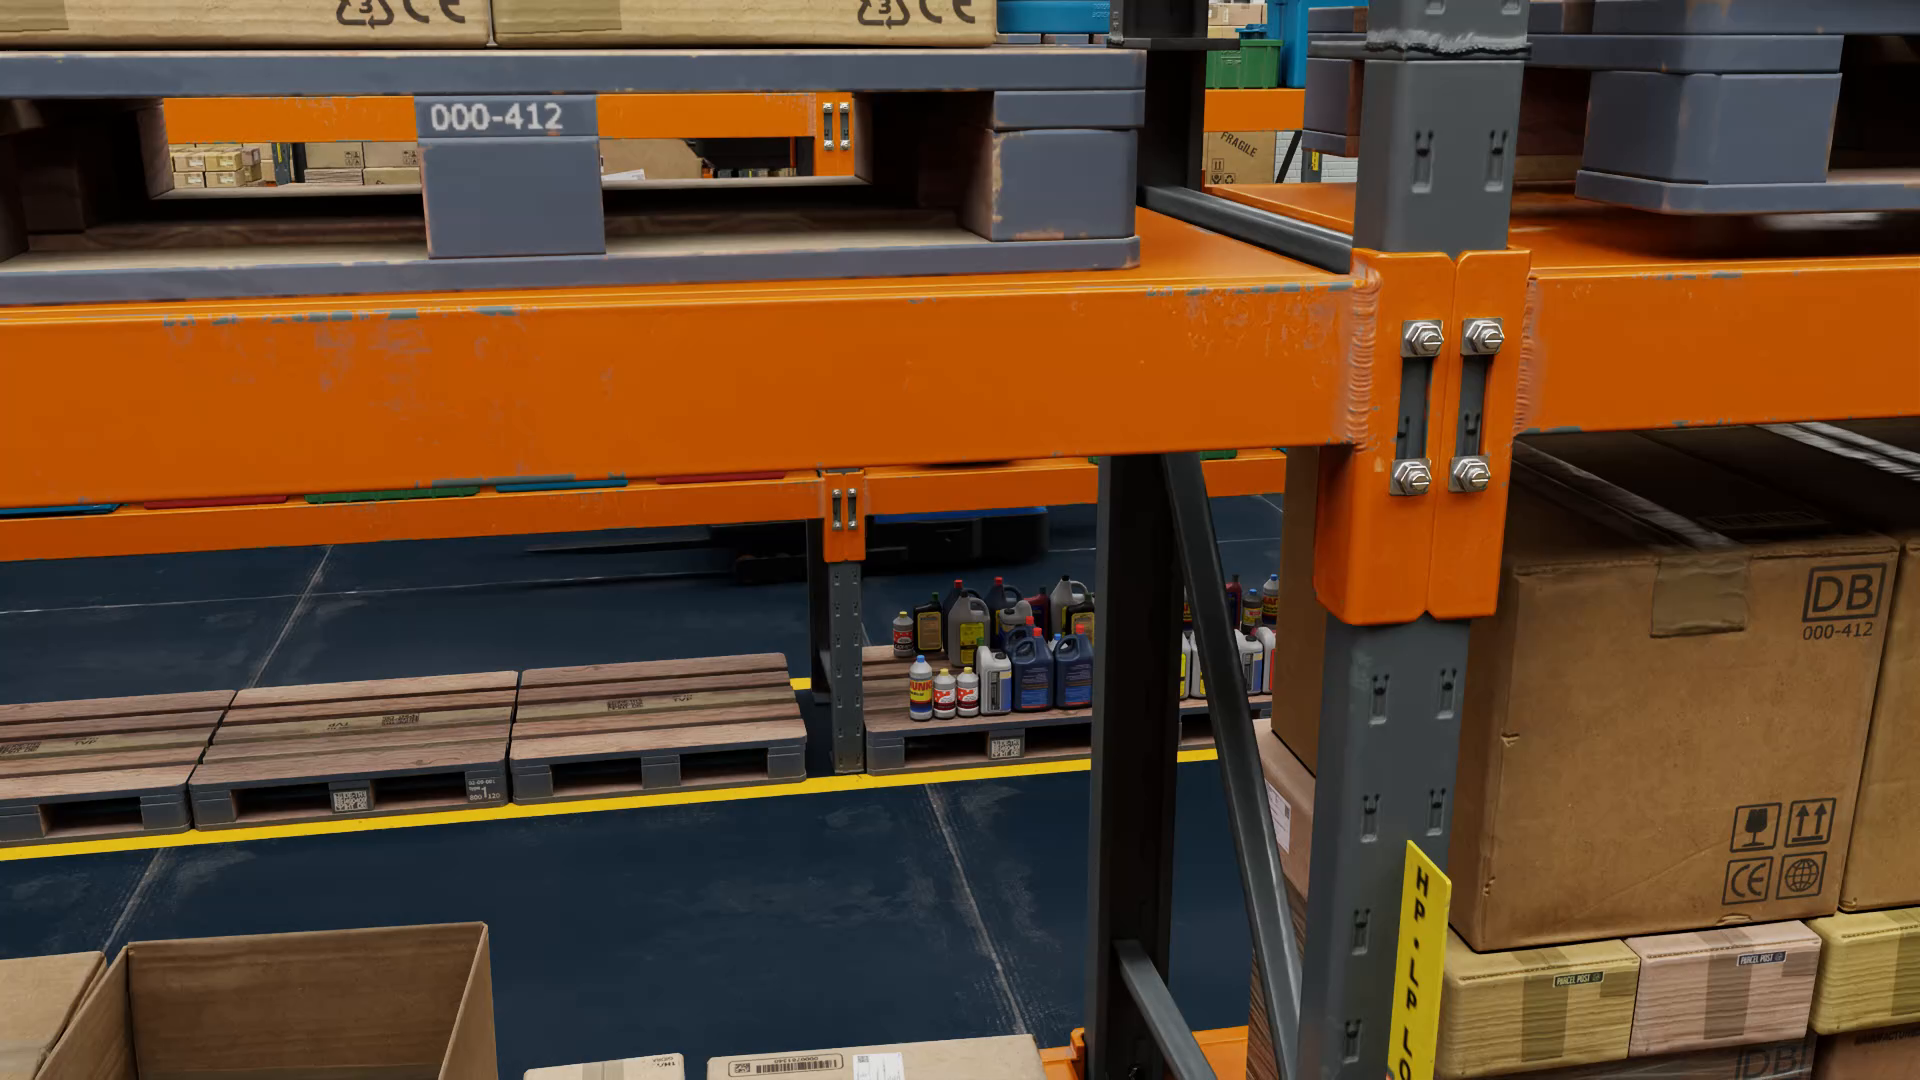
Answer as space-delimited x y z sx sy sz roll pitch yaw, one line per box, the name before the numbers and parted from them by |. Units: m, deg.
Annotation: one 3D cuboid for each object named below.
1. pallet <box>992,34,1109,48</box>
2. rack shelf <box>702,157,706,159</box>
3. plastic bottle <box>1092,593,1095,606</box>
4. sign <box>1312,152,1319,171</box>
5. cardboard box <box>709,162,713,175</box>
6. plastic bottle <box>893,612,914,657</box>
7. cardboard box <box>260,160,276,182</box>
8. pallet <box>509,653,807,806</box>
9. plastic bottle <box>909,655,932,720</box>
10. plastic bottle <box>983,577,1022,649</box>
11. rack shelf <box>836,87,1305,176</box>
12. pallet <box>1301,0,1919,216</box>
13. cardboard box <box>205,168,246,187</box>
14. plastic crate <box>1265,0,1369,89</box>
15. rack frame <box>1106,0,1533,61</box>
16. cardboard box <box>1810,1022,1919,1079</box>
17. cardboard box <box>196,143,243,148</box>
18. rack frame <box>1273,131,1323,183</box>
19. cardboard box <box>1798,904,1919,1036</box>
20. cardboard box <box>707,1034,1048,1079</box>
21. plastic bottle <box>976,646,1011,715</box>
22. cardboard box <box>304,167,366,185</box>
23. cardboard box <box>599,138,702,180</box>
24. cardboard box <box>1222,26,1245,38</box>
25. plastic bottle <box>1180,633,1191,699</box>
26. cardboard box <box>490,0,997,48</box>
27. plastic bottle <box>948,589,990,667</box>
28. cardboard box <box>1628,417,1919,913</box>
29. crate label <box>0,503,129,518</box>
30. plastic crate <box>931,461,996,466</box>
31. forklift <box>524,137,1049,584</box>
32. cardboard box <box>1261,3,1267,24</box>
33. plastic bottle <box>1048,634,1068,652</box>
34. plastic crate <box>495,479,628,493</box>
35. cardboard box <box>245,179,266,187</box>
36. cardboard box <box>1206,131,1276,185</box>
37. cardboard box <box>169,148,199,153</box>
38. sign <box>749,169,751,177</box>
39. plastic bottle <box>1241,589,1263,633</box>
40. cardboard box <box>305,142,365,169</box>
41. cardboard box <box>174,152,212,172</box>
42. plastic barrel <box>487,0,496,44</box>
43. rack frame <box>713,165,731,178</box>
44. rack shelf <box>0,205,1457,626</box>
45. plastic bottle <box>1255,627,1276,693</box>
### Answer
pallet | 0.128 -1.993 6.903 1.003 0.211 1.213 -3 17 -10
rack shelf | -2.363 -6.063 26.170 4.000 0.370 1.077 -3 17 -10
plastic bottle | 0.681 0.356 7.935 0.135 0.276 0.152 -3 17 -9
sign | 2.511 -2.775 11.726 0.005 0.325 0.100 -3 17 -10
cardboard box | -3.012 -4.670 20.836 0.250 0.149 0.380 -3 17 -11
plastic bottle | -0.265 0.437 7.798 0.097 0.201 0.097 0 17 0
cardboard box | -8.255 -4.435 19.897 0.500 0.250 0.500 -3 17 -9
pallet | -1.326 0.807 7.324 1.213 0.211 1.003 -3 17 -10
plastic bottle | -0.166 0.622 7.076 0.097 0.271 0.097 0 17 0
plastic bottle | 0.204 0.346 7.840 0.185 0.351 0.144 -4 18 -13
rack shelf | 1.401 -1.782 7.121 4.000 0.370 1.077 -3 17 -10
pallet | 1.206 -0.599 2.195 1.213 0.211 1.003 -3 17 -10
cardboard box | -6.670 -3.285 15.105 0.250 0.149 0.380 -3 17 -9
plastic crate | 1.550 -2.037 6.752 0.575 0.384 0.392 -3 17 -10
rack frame | 0.374 -2.020 1.563 0.127 3.000 1.000 -3 17 -10
cardboard box | 1.325 0.742 2.617 0.500 0.500 0.700 -3 17 -11
cardboard box | -8.738 -4.645 19.732 0.500 0.250 0.500 -4 17 -12
rack frame | 2.425 -2.231 12.467 0.127 3.000 1.000 -3 17 -10
cardboard box | 1.174 0.502 2.295 0.250 0.149 0.380 -4 17 -12
cardboard box | -0.101 0.959 2.335 0.500 0.250 0.500 -2 17 -7
plastic bottle | 0.146 0.594 7.159 0.135 0.276 0.152 -3 17 -8
cardboard box | -5.779 -3.216 15.504 0.500 0.500 0.500 -3 17 -10
cardboard box | -2.309 -2.492 11.580 1.000 1.000 1.000 -3 17 -10
cardboard box | 2.000 -3.493 11.723 0.500 0.250 0.500 -3 17 -9
plastic bottle | 0.912 0.516 7.286 0.185 0.351 0.144 -3 17 -11
cardboard box | -0.233 -0.684 1.861 0.500 0.250 0.500 -1 17 -5
plastic bottle | 0.043 0.398 7.670 0.185 0.351 0.144 -3 17 -10
cardboard box | 1.304 0.125 2.418 0.500 0.500 0.700 -3 17 -11
crate label | -3.463 -0.352 6.289 0.616 0.435 0.502 -3 17 -10
plastic crate | -0.024 -0.543 7.078 0.504 0.338 0.767 -3 17 -10
forklift | -1.043 -1.318 9.611 3.031 2.935 1.130 -4 17 -12
cardboard box | 2.212 -3.679 11.647 0.250 0.149 0.380 -3 17 -10
plastic bottle | 0.428 0.545 7.326 0.097 0.271 0.097 0 17 0
plastic crate | -1.586 -0.422 6.604 0.575 0.384 0.392 -3 17 -10
cardboard box | -6.749 -3.335 15.774 0.250 0.149 0.380 -3 17 -11
cardboard box | 1.932 -2.797 11.930 0.500 0.500 0.500 -3 17 -10
cardboard box | -7.266 -3.588 15.585 0.250 0.149 0.380 -3 17 -11
sign | -1.393 -2.402 11.052 0.005 0.325 0.100 -3 17 -10
plastic bottle | 1.424 0.341 8.110 0.097 0.201 0.097 0 17 0
cardboard box | -5.828 -3.769 15.601 0.500 0.500 0.700 -3 17 -11
cardboard box | -6.912 -3.413 15.015 0.250 0.149 0.380 -3 17 -11
plastic barrel | -1.663 -2.127 6.165 0.600 0.901 0.600 0 17 0
rack frame | -2.344 -3.444 16.416 0.127 3.000 1.000 -3 17 -10
rack shelf | -1.590 -0.131 1.746 4.000 0.370 1.077 -3 17 -10
plastic bottle | 1.392 0.523 7.389 0.135 0.276 0.152 -3 17 -10
